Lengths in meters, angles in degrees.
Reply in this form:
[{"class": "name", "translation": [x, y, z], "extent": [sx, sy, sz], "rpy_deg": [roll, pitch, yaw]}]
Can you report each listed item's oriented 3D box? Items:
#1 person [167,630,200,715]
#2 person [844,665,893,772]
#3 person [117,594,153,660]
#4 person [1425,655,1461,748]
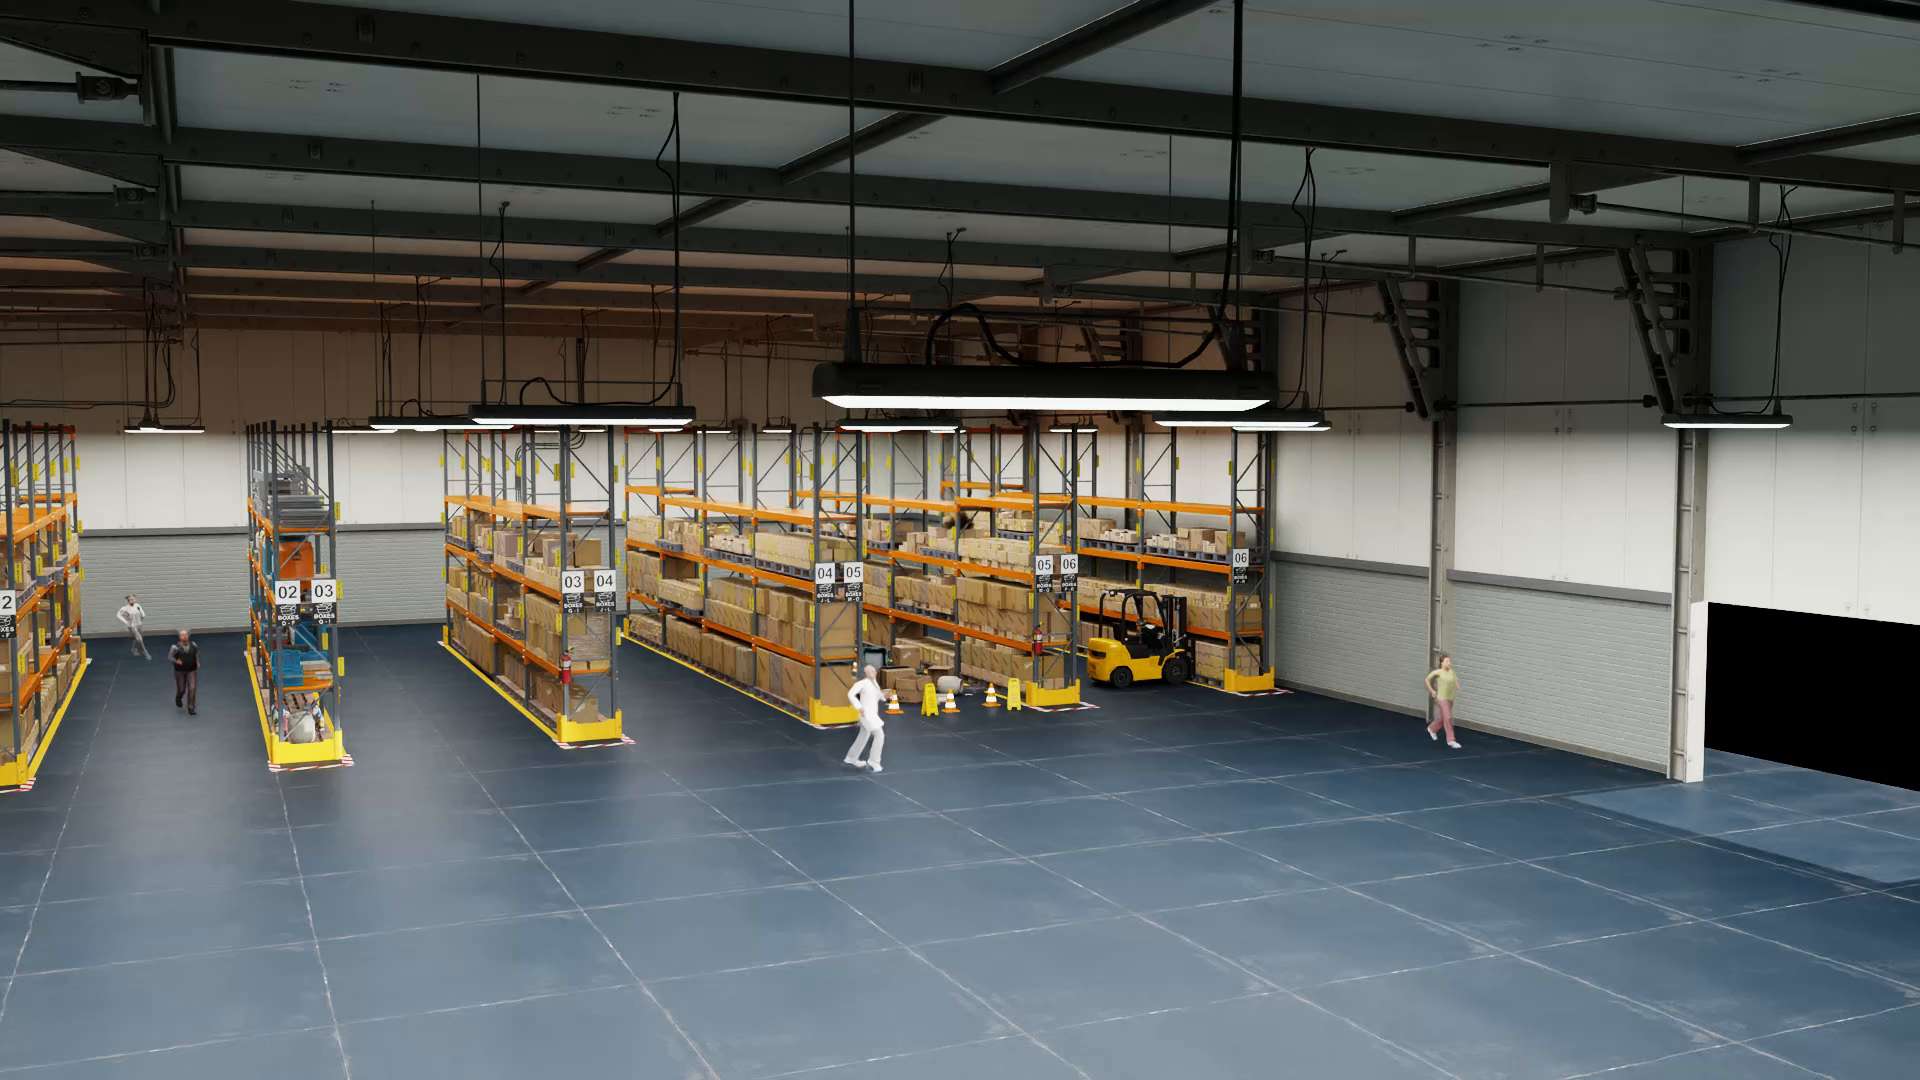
[{"class": "person", "translation": [-15.964, 2.720, 34.266], "extent": [0.663, 1.718, 0.931], "rpy_deg": [-3, 5, -39]}, {"class": "person", "translation": [-1.575, 3.070, 28.538], "extent": [0.844, 1.854, 0.665], "rpy_deg": [1, 4, 11]}, {"class": "person", "translation": [-21.190, 2.228, 42.613], "extent": [0.834, 1.691, 0.624], "rpy_deg": [2, 4, 29]}, {"class": "person", "translation": [8.937, 2.943, 30.671], "extent": [0.589, 1.653, 0.964], "rpy_deg": [-2, 4, -25]}]
